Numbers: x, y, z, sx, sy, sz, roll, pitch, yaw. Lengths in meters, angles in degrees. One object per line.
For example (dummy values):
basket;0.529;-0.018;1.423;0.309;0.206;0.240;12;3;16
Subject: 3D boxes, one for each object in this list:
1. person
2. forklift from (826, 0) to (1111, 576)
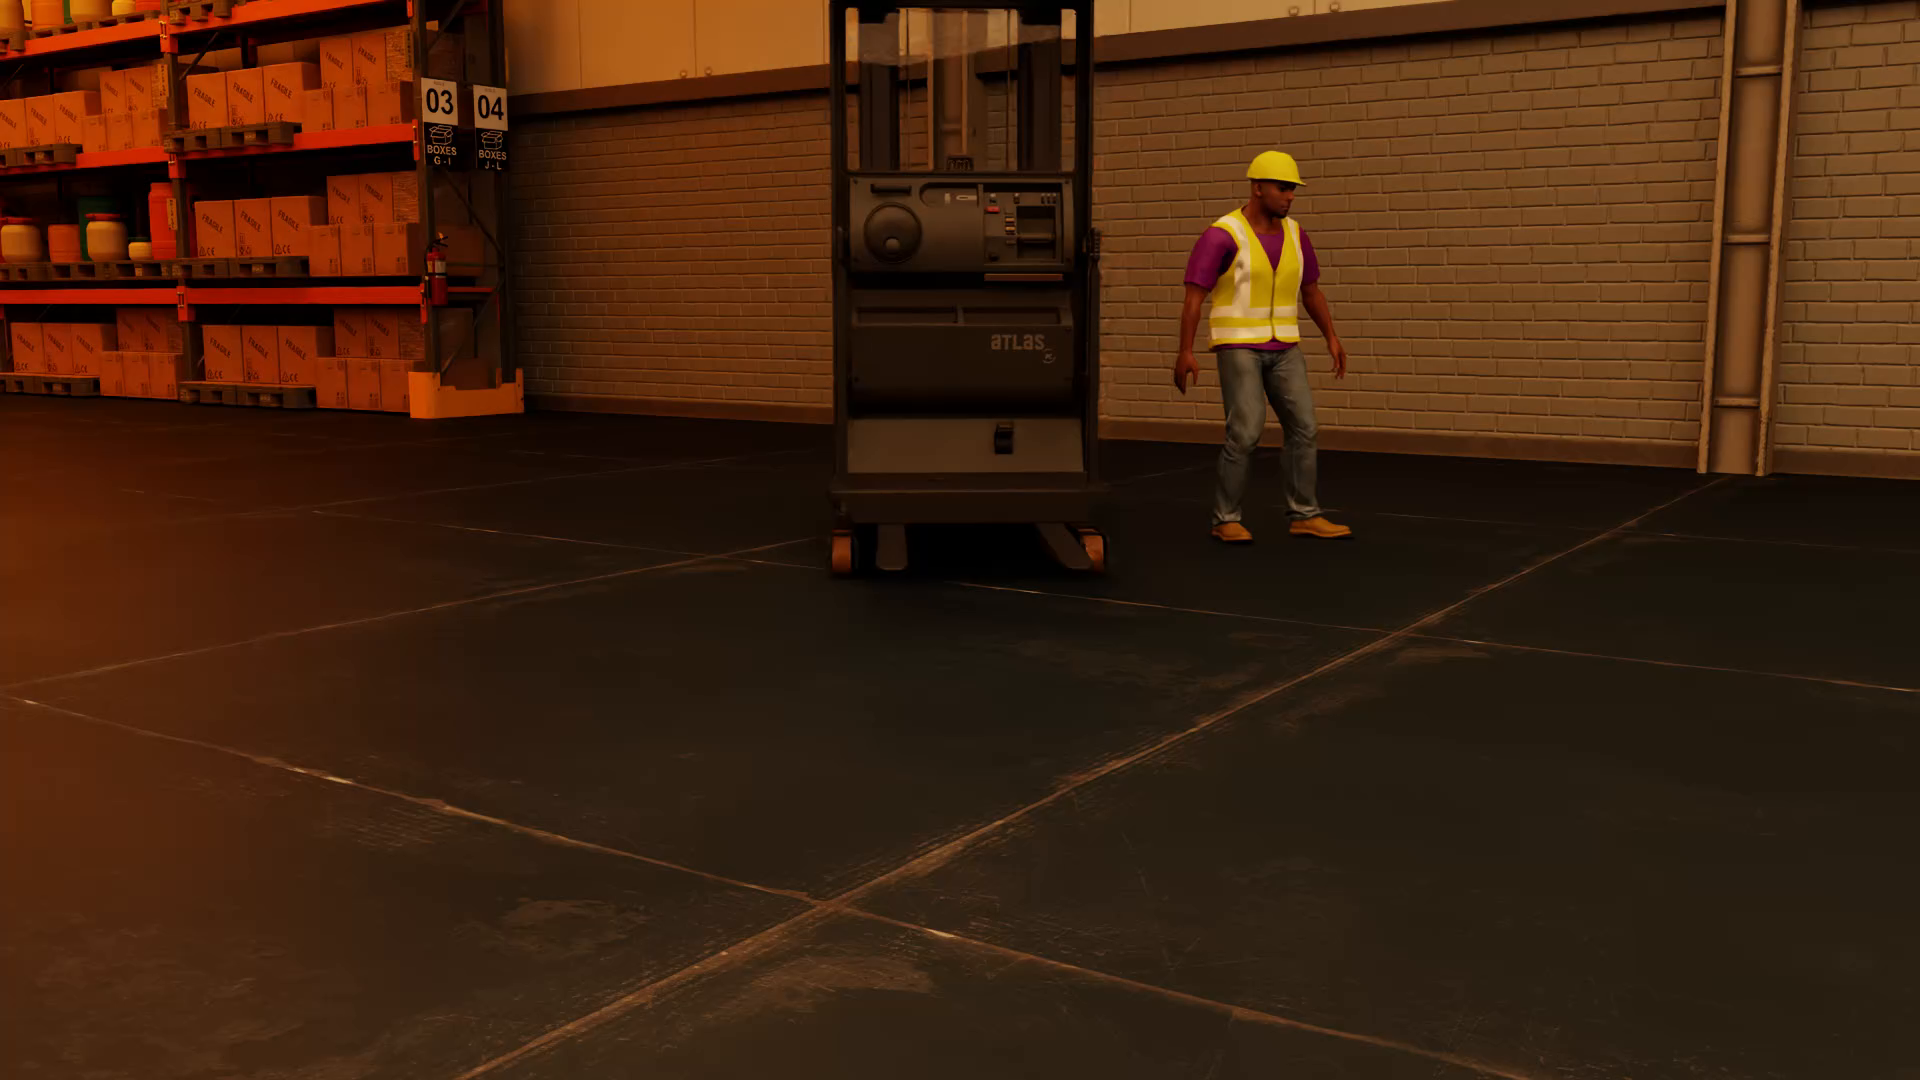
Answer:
person;1.367;-0.861;7.483;0.824;1.739;0.421;-4;9;-25
forklift;0.019;-1.351;6.695;1.130;2.935;3.031;0;8;-3
